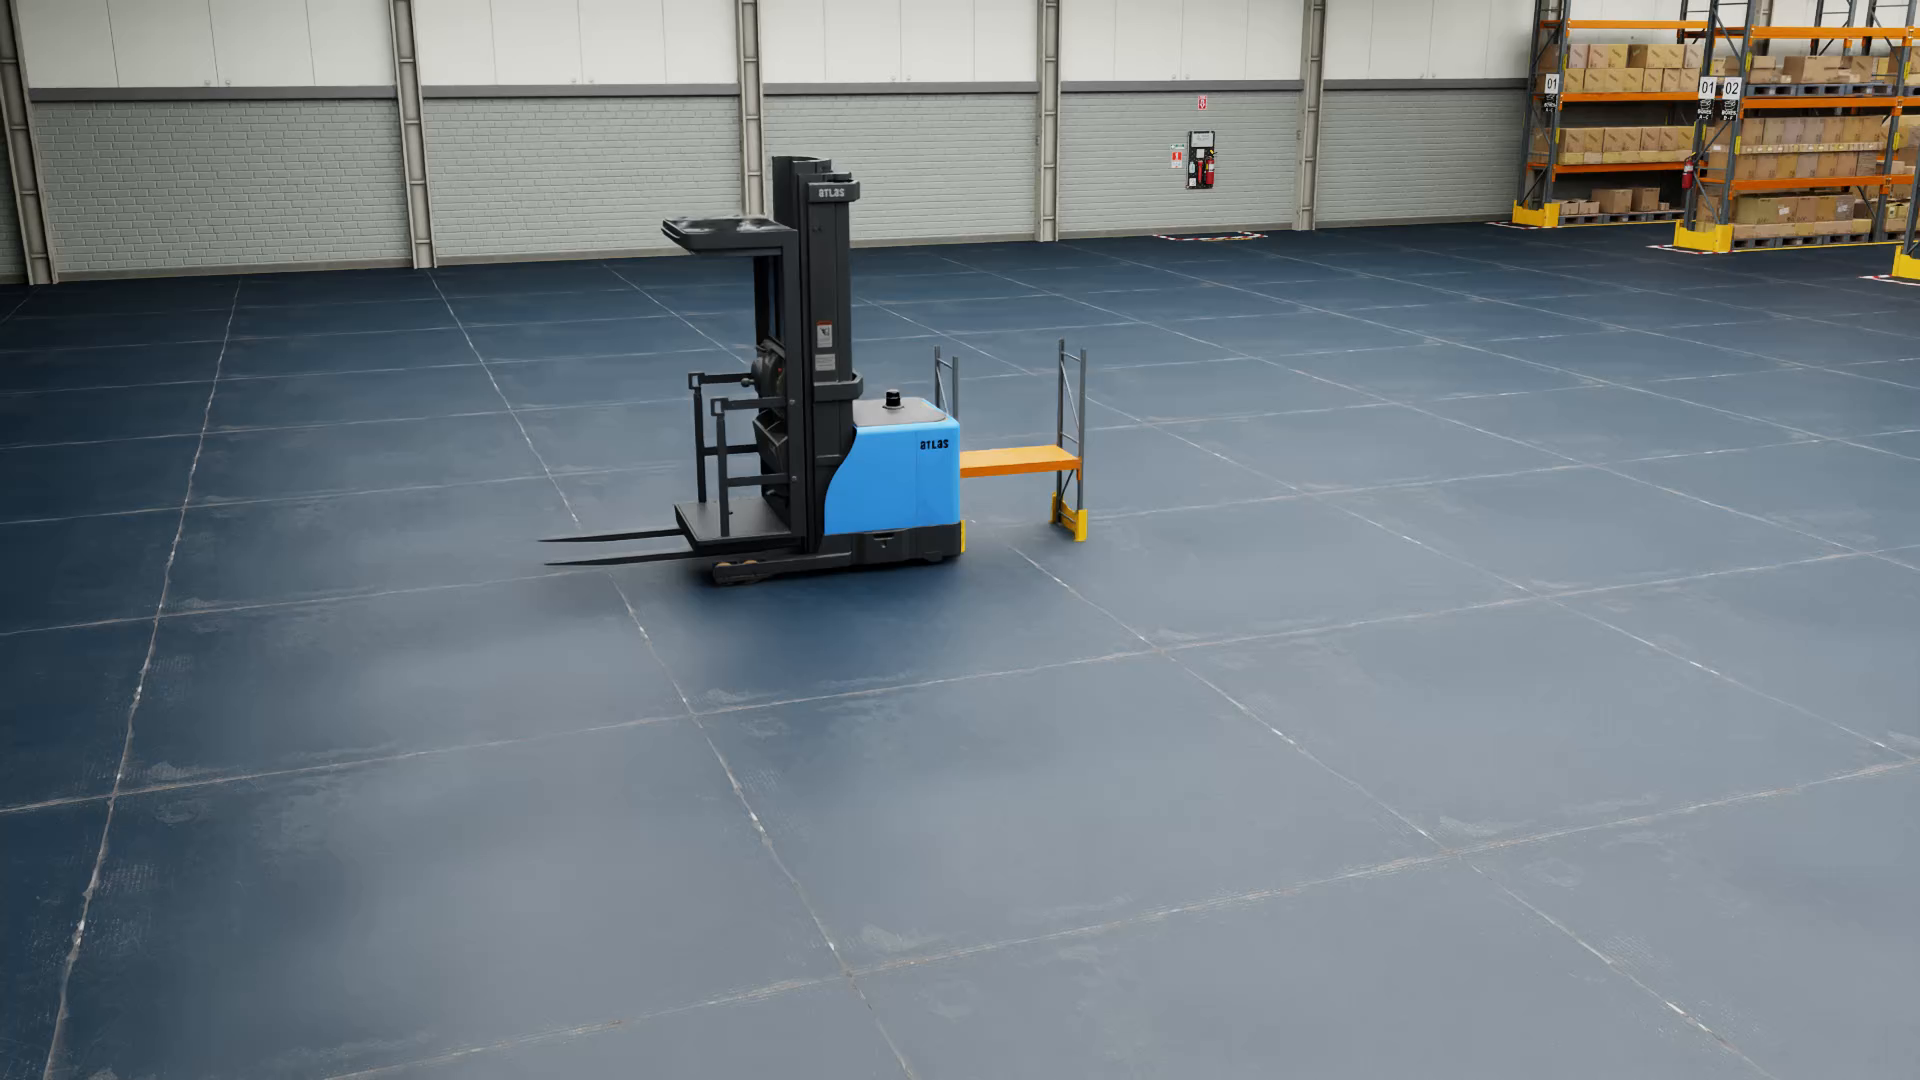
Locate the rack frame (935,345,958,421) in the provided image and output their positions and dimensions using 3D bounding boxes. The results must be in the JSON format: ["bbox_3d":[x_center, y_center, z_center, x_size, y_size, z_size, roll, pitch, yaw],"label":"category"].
[{"bbox_3d":[-0.104,-0.702,12.698,0.032,1.500,0.500,-5,17,-17],"label":"rack frame"}]

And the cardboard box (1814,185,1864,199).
[{"bbox_3d":[20.804,-8.408,39.347,0.750,0.750,0.750,-6,18,-21],"label":"cardboard box"}]

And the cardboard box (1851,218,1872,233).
[{"bbox_3d":[17.756,-6.270,33.132,0.500,0.250,0.500,-6,17,-20],"label":"cardboard box"}]

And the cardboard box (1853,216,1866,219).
[{"bbox_3d":[18.394,-6.492,33.889,0.500,0.250,0.500,-6,18,-21],"label":"cardboard box"}]

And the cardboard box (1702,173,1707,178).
[{"bbox_3d":[17.426,-8.290,38.202,0.500,0.250,0.500,-7,18,-21],"label":"cardboard box"}]

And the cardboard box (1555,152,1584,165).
[{"bbox_3d":[13.169,-8.295,36.123,0.500,0.250,0.500,-7,18,-22],"label":"cardboard box"}]

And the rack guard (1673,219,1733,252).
[{"bbox_3d":[14.353,-5.887,32.129,0.348,0.500,1.175,-6,17,-20],"label":"rack guard"}]

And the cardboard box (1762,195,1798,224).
[{"bbox_3d":[15.885,-6.431,32.349,0.500,0.500,0.500,-6,17,-20],"label":"cardboard box"}]

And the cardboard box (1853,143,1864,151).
[{"bbox_3d":[17.458,-7.716,32.592,0.250,0.149,0.380,-7,18,-22],"label":"cardboard box"}]

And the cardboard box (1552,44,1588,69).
[{"bbox_3d":[13.046,-10.343,35.556,0.500,0.500,0.500,-8,18,-24],"label":"cardboard box"}]

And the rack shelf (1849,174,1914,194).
[{"bbox_3d":[19.979,-7.348,33.946,4.000,0.370,1.077,-6,17,-20],"label":"rack shelf"}]

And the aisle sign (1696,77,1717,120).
[{"bbox_3d":[14.209,-8.407,31.659,0.004,0.787,0.394,-6,17,-20],"label":"aisle sign"}]

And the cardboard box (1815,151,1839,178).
[{"bbox_3d":[16.739,-7.389,32.631,0.500,0.500,0.700,-6,17,-19],"label":"cardboard box"}]

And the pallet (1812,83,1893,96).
[{"bbox_3d":[17.324,-8.796,32.432,1.213,0.211,1.003,-6,17,-20],"label":"pallet"}]

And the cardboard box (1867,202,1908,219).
[{"bbox_3d":[18.586,-6.619,33.326,0.500,0.311,0.500,-6,17,-20],"label":"cardboard box"}]

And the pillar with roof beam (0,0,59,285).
[{"bbox_3d":[-13.529,-7.411,22.235,0.400,9.000,9.100,-6,17,-20],"label":"pillar with roof beam"}]

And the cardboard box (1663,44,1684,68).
[{"bbox_3d":[15.453,-10.591,36.401,0.500,0.500,0.500,-5,17,-17],"label":"cardboard box"}]

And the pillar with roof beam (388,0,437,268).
[{"bbox_3d":[-7.927,-8.016,24.295,0.400,9.000,9.100,-6,17,-20],"label":"pillar with roof beam"}]

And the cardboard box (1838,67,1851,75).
[{"bbox_3d":[17.042,-9.121,32.547,0.500,0.311,0.500,-7,18,-23],"label":"cardboard box"}]

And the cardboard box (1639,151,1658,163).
[{"bbox_3d":[15.069,-8.502,36.829,0.500,0.250,0.500,-6,17,-20],"label":"cardboard box"}]

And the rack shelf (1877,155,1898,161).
[{"bbox_3d":[21.938,-9.055,39.757,4.000,0.370,1.077,-6,17,-20],"label":"rack shelf"}]

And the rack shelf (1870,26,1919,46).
[{"bbox_3d":[19.979,-10.035,33.157,4.000,0.370,1.077,-6,17,-20],"label":"rack shelf"}]

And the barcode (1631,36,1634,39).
[{"bbox_3d":[14.883,-11.119,36.813,0.075,0.075,0.001,-6,17,-20],"label":"barcode"}]

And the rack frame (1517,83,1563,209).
[{"bbox_3d":[12.600,-8.392,36.222,0.127,3.000,1.000,-6,17,-20],"label":"rack frame"}]

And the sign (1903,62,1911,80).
[{"bbox_3d":[18.311,-9.071,32.155,0.005,0.325,0.100,-6,17,-20],"label":"sign"}]

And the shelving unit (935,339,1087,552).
[{"bbox_3d":[0.389,-0.747,12.850,1.083,1.500,0.587,-5,17,-17],"label":"shelving unit"}]

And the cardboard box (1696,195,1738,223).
[{"bbox_3d":[14.770,-6.463,32.458,0.500,0.500,0.500,-6,17,-20],"label":"cardboard box"}]

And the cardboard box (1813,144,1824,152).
[{"bbox_3d":[16.501,-7.612,32.239,0.250,0.149,0.380,-6,17,-18],"label":"cardboard box"}]

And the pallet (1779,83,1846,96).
[{"bbox_3d":[16.186,-8.674,32.017,1.213,0.211,1.003,-6,17,-20],"label":"pallet"}]

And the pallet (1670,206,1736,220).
[{"bbox_3d":[17.061,-7.536,38.257,1.213,0.211,1.003,-6,17,-20],"label":"pallet"}]

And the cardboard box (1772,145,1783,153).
[{"bbox_3d":[15.535,-7.508,31.884,0.250,0.149,0.380,-6,18,-21],"label":"cardboard box"}]

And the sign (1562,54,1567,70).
[{"bbox_3d":[12.794,-10.108,35.190,0.005,0.325,0.100,-6,17,-20],"label":"sign"}]

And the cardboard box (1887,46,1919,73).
[{"bbox_3d":[18.701,-9.472,32.768,0.500,0.500,0.500,-6,17,-19],"label":"cardboard box"}]

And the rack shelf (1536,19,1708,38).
[{"bbox_3d":[14.467,-11.125,36.165,4.000,0.370,1.077,-6,17,-20],"label":"rack shelf"}]

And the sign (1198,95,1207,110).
[{"bbox_3d":[4.977,-8.983,34.123,0.199,0.298,0.001,-6,17,-20],"label":"sign"}]

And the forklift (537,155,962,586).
[{"bbox_3d":[-1.562,-1.245,12.005,3.031,2.935,1.130,-5,17,-17],"label":"forklift"}]

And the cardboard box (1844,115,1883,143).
[{"bbox_3d":[17.699,-8.116,32.804,0.500,0.500,0.700,-6,17,-20],"label":"cardboard box"}]

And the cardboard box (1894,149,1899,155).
[{"bbox_3d":[22.137,-9.242,39.527,0.250,0.149,0.380,-6,17,-18],"label":"cardboard box"}]

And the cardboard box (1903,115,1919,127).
[{"bbox_3d":[22.503,-9.947,39.446,0.500,0.250,0.500,-6,17,-19],"label":"cardboard box"}]

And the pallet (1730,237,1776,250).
[{"bbox_3d":[15.075,-5.839,32.478,1.213,0.211,1.003,-6,17,-20],"label":"pallet"}]

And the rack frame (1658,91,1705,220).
[{"bbox_3d":[16.335,-8.795,37.595,0.127,3.000,1.000,-6,17,-20],"label":"rack frame"}]

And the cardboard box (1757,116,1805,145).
[{"bbox_3d":[15.825,-7.914,32.114,0.500,0.500,0.700,-6,17,-20],"label":"cardboard box"}]

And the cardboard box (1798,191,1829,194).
[{"bbox_3d":[17.102,-6.717,33.324,0.500,0.500,0.500,-6,17,-20],"label":"cardboard box"}]

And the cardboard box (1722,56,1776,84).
[{"bbox_3d":[14.914,-8.903,31.463,0.637,0.503,0.797,-5,17,-16],"label":"cardboard box"}]

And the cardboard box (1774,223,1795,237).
[{"bbox_3d":[15.889,-6.068,32.444,0.500,0.250,0.500,-6,17,-20],"label":"cardboard box"}]

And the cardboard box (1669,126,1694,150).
[{"bbox_3d":[16.004,-8.963,37.069,0.500,0.500,0.500,-6,17,-20],"label":"cardboard box"}]

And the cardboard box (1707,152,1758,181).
[{"bbox_3d":[14.816,-7.180,31.920,0.500,0.500,0.700,-6,17,-20],"label":"cardboard box"}]

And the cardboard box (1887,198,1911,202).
[{"bbox_3d":[19.337,-6.863,34.157,0.500,0.311,0.500,-6,17,-20],"label":"cardboard box"}]

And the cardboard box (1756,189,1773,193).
[{"bbox_3d":[18.440,-8.045,38.696,0.500,0.500,0.700,-6,17,-20],"label":"cardboard box"}]

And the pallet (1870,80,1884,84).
[{"bbox_3d":[21.696,-10.739,39.228,1.213,0.211,1.003,-5,17,-18],"label":"pallet"}]

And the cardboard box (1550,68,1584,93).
[{"bbox_3d":[13.001,-9.856,35.673,0.500,0.500,0.500,-6,17,-19],"label":"cardboard box"}]

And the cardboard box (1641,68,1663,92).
[{"bbox_3d":[14.971,-10.062,36.375,0.500,0.500,0.500,-7,18,-22],"label":"cardboard box"}]

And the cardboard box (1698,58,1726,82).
[{"bbox_3d":[16.874,-10.518,37.216,0.500,0.500,0.500,-4,17,-12],"label":"cardboard box"}]

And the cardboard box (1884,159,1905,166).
[{"bbox_3d":[18.866,-7.564,33.644,0.258,0.266,0.396,-7,18,-21],"label":"cardboard box"}]

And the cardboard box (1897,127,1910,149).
[{"bbox_3d":[22.055,-9.535,39.374,0.500,0.500,0.500,-6,17,-19],"label":"cardboard box"}]

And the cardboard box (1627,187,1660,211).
[{"bbox_3d":[15.380,-7.692,37.493,0.500,0.500,0.500,-8,18,-24],"label":"cardboard box"}]

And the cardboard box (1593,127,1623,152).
[{"bbox_3d":[14.103,-8.756,36.362,0.500,0.500,0.500,-7,18,-22],"label":"cardboard box"}]
